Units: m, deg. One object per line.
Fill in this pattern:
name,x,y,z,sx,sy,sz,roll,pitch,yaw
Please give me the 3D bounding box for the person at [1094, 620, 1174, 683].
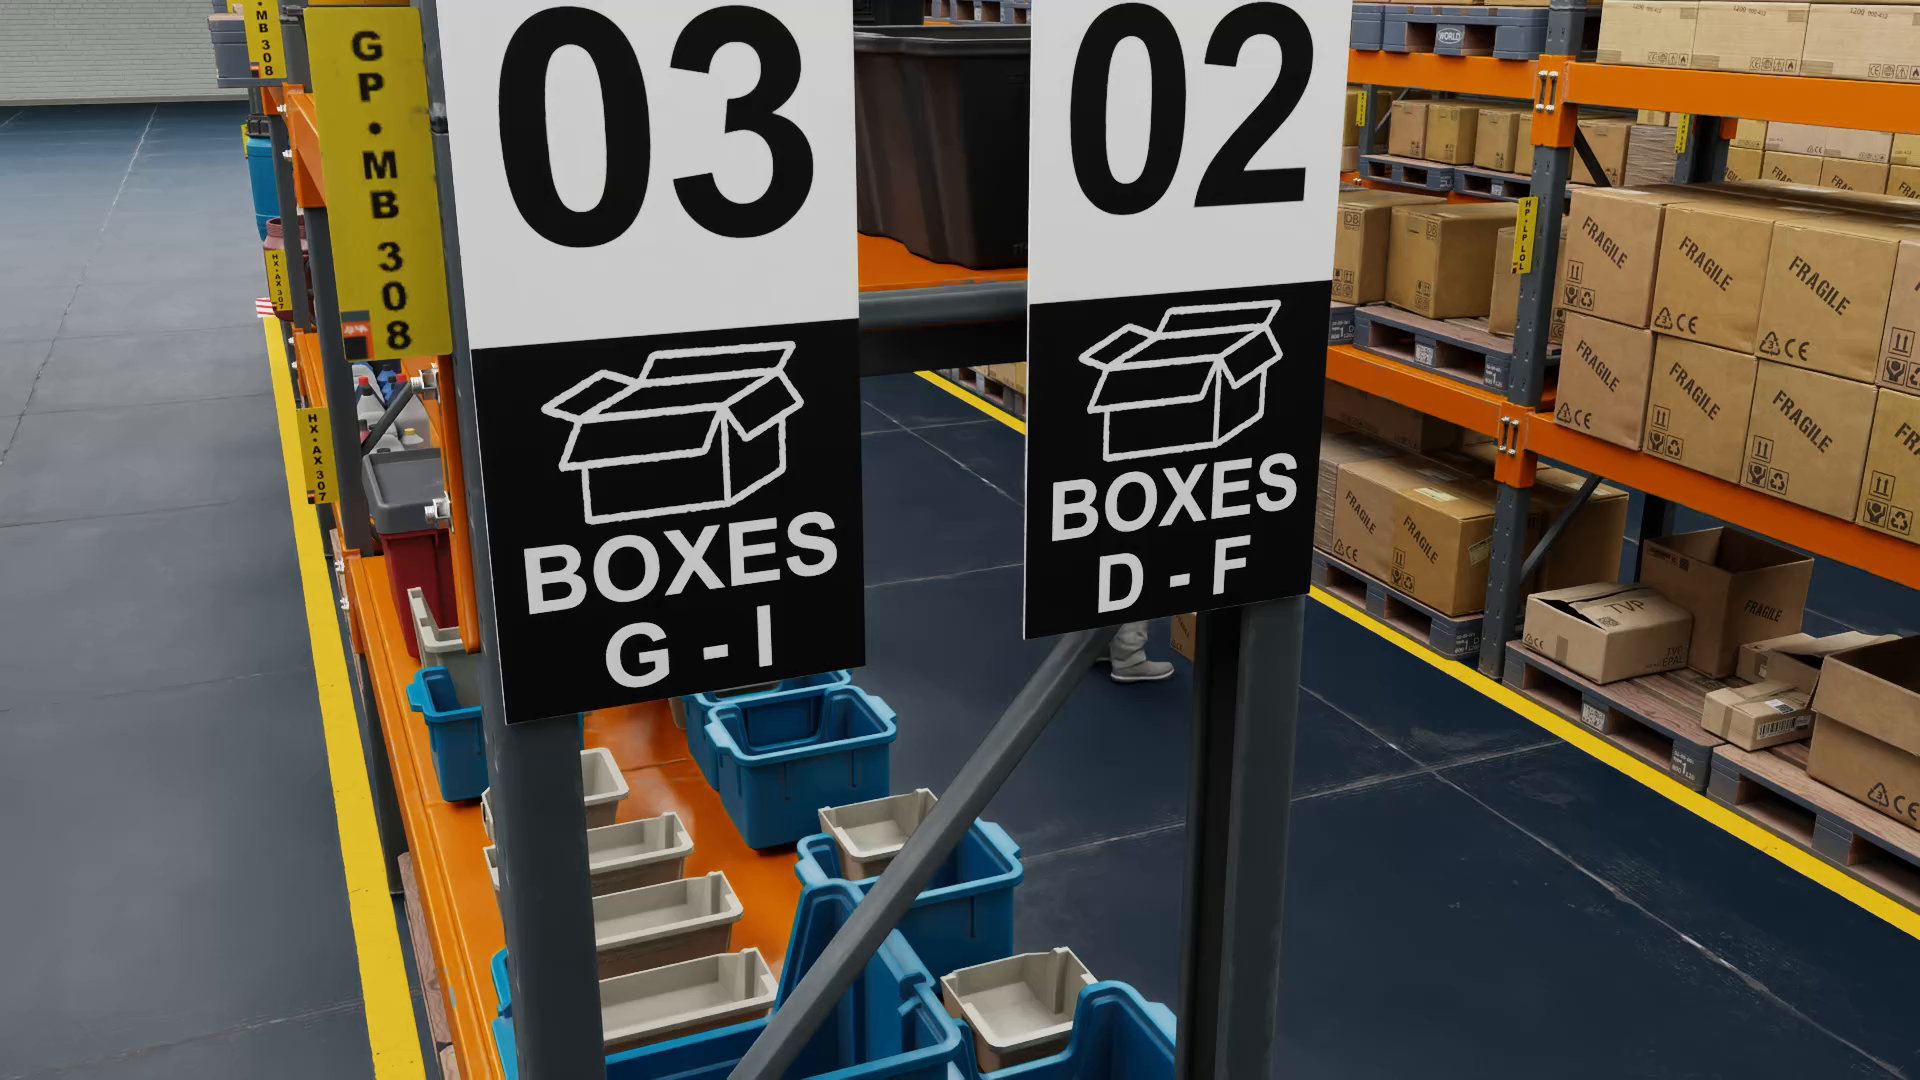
person,0.763,-0.221,7.703,0.416,1.768,0.542,-7,20,-21
